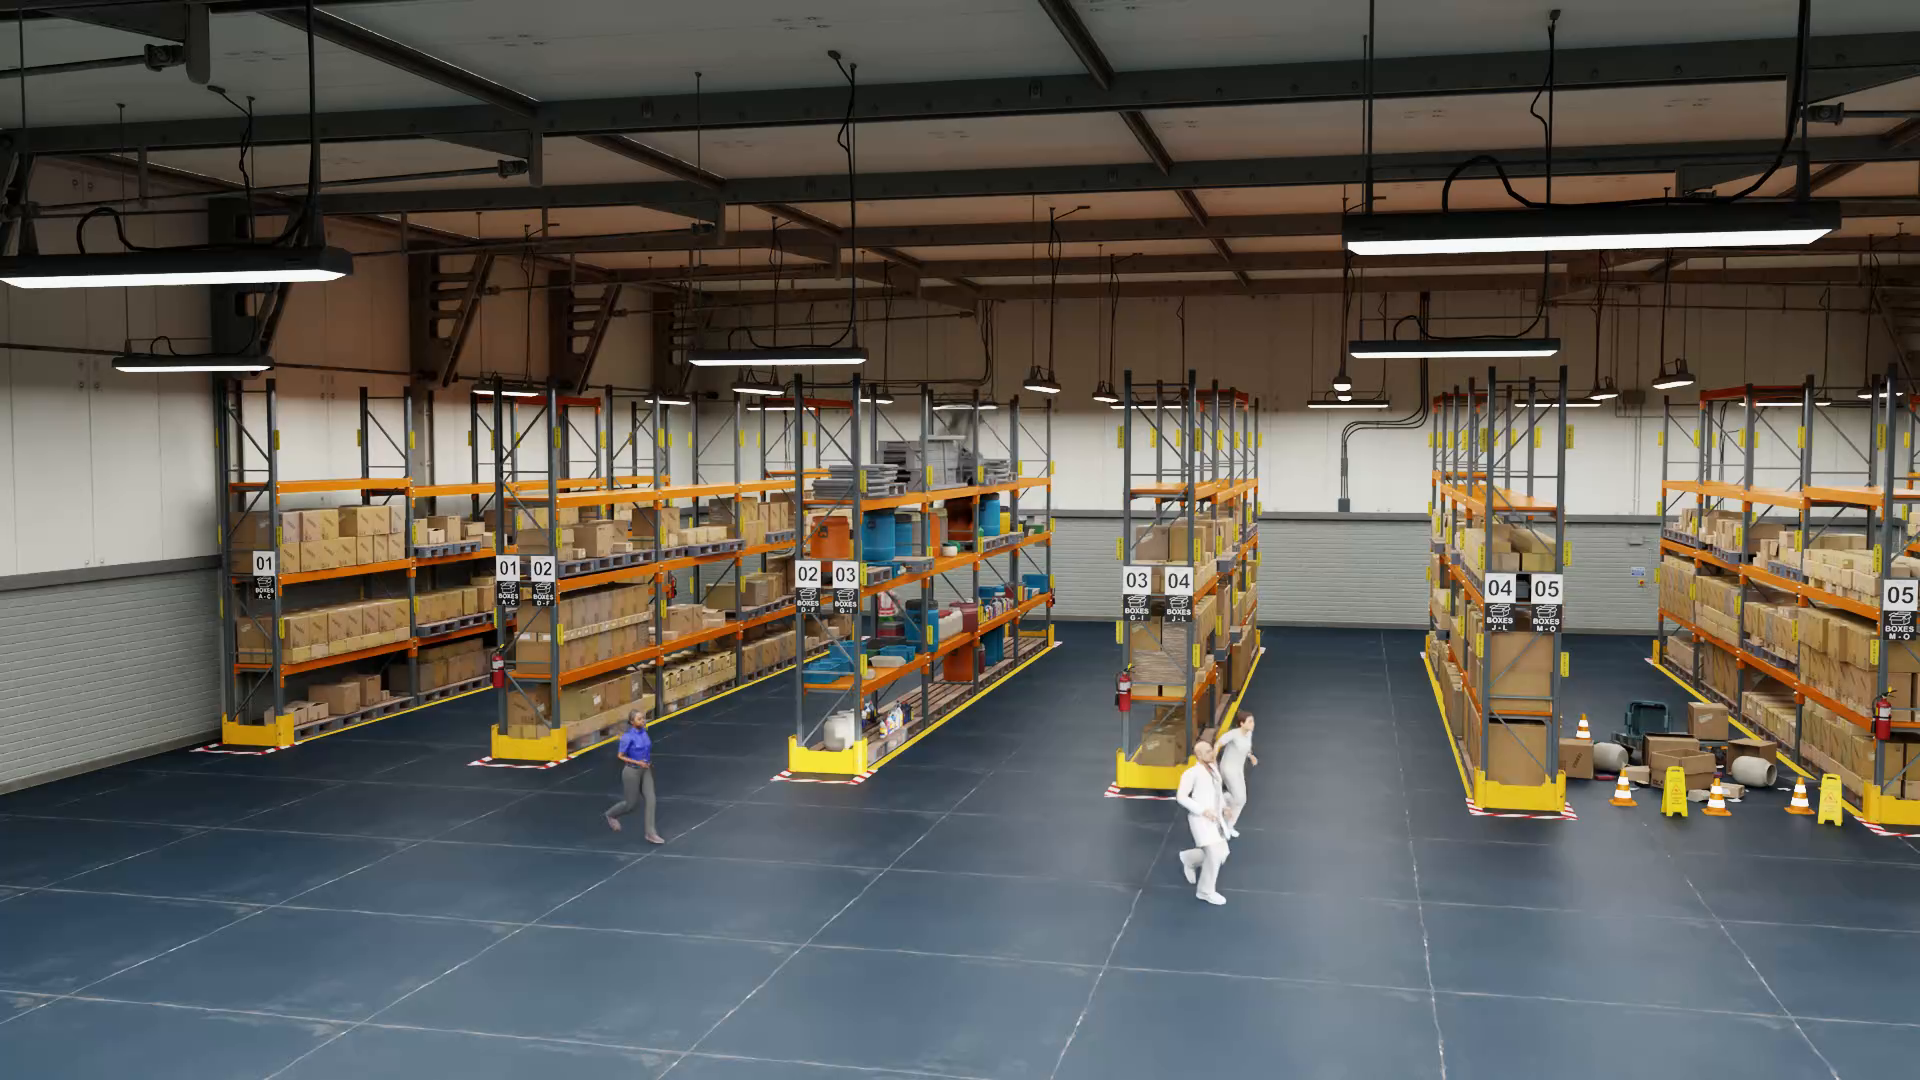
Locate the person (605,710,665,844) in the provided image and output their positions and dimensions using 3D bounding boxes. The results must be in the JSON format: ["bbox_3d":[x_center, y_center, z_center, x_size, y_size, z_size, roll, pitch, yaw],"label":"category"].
[{"bbox_3d":[-4.051,2.935,20.742,0.902,1.655,0.587,2,4,33],"label":"person"}]

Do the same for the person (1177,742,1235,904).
[{"bbox_3d":[2.620,3.058,18.109,0.652,1.739,0.712,3,5,42],"label":"person"}]

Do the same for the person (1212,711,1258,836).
[{"bbox_3d":[3.455,2.953,21.142,0.702,1.599,0.554,3,4,40],"label":"person"}]

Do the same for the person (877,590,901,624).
[{"bbox_3d":[-1.716,1.799,38.605,0.635,1.807,0.689,0,3,5],"label":"person"}]
